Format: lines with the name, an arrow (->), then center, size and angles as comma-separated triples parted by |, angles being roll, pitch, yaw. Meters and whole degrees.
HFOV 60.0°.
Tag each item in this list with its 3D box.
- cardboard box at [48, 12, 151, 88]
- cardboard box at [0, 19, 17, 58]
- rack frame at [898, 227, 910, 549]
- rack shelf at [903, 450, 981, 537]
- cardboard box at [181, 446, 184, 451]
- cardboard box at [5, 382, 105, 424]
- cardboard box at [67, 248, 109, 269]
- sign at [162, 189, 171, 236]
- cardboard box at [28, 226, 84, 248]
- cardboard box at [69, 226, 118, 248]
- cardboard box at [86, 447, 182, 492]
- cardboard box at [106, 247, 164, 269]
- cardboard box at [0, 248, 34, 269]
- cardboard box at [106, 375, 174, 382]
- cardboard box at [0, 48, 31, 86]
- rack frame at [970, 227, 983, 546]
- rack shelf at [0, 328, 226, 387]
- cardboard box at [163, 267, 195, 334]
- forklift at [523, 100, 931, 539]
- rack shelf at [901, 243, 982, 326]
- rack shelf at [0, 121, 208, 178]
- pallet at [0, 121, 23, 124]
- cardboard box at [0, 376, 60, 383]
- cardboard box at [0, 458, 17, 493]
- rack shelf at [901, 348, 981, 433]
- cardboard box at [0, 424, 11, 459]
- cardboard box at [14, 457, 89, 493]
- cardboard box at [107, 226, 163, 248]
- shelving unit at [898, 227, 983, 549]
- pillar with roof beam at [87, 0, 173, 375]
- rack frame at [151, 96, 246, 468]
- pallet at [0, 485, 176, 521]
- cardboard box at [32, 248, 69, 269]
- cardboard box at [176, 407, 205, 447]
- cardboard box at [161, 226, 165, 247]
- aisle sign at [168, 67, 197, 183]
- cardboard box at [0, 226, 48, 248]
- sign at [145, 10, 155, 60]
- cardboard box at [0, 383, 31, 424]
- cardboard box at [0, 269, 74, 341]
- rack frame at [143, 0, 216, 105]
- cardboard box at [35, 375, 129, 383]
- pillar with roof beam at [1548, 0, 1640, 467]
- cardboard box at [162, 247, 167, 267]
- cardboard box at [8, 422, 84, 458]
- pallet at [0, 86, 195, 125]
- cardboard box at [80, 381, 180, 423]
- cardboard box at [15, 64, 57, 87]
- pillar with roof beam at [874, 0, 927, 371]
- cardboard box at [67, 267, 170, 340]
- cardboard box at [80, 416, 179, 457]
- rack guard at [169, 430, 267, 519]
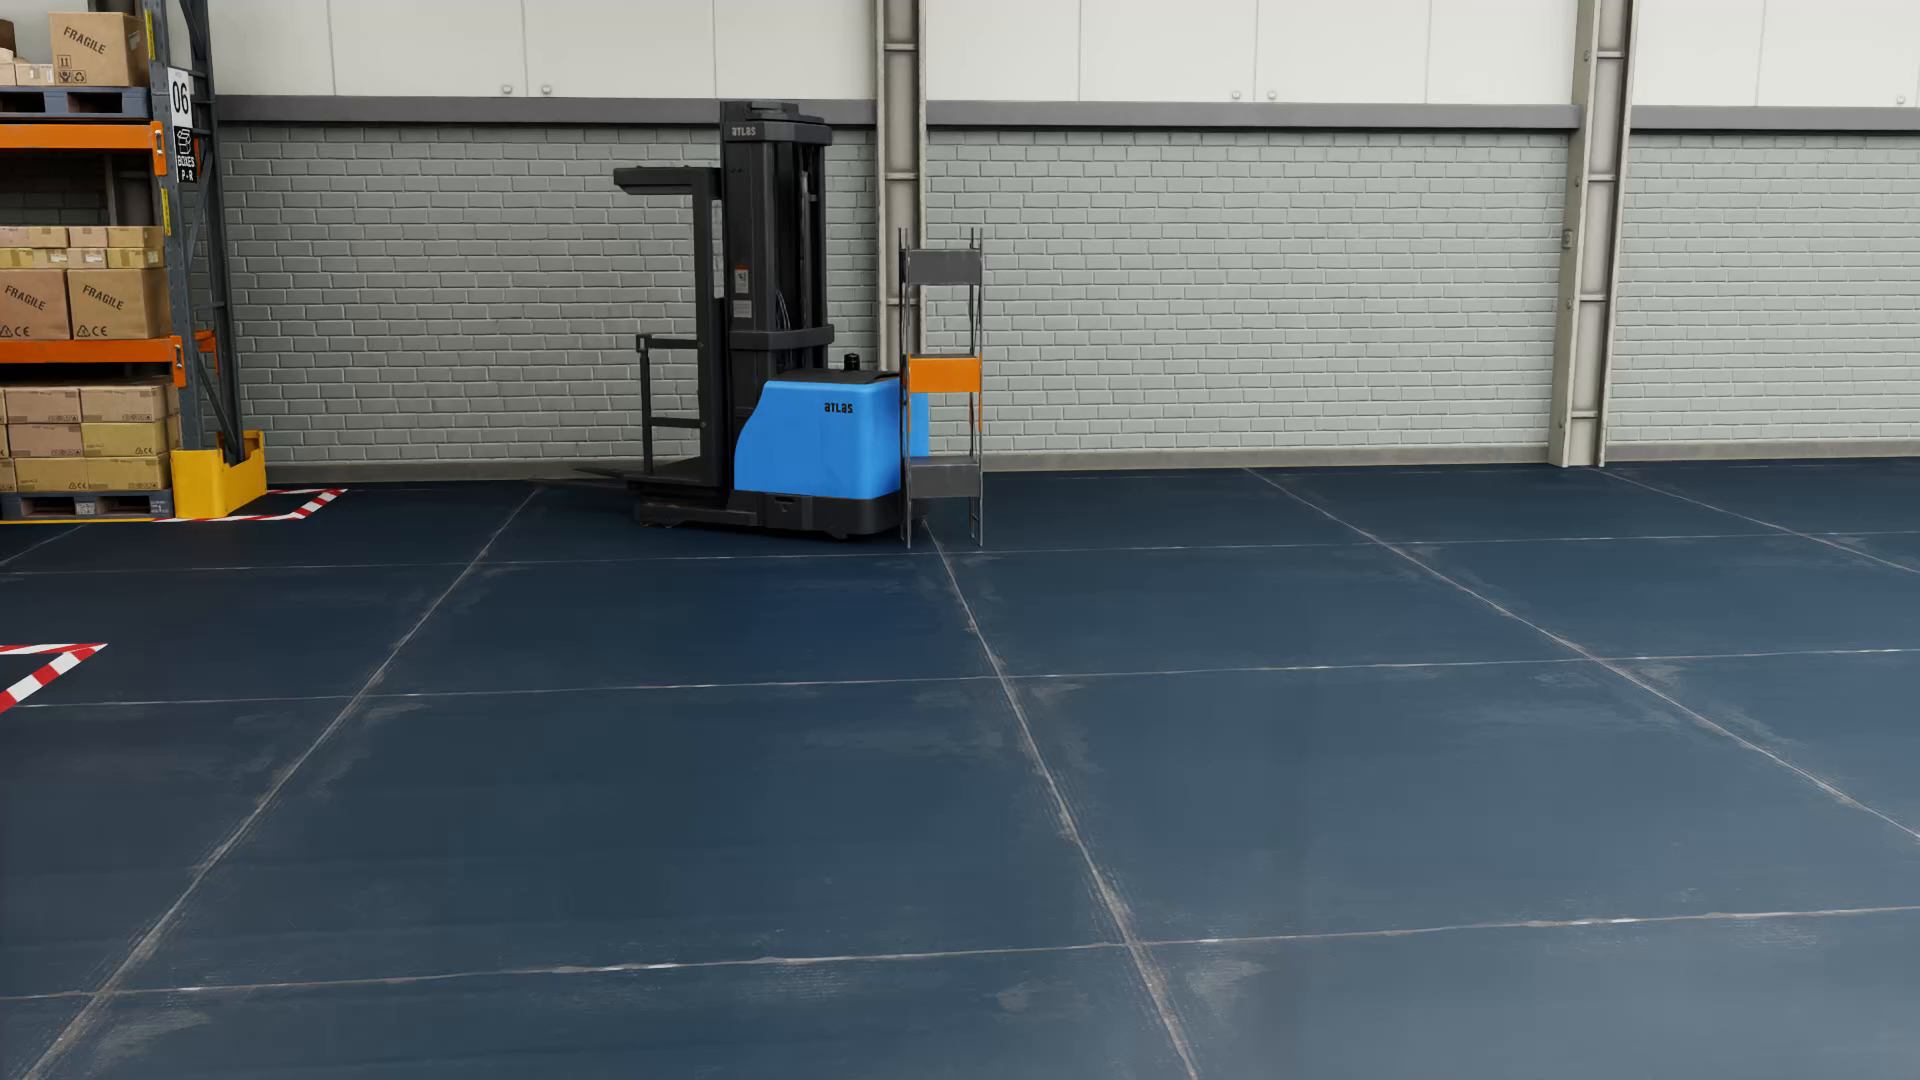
cardboard box -> -6.076, -3.459, 11.804 | 0.500, 0.500, 0.500 | -1, 11, -4
cardboard box -> -7.106, -3.457, 11.793 | 0.500, 0.500, 0.700 | -1, 11, -6
rack frame -> -0.371, -1.011, 11.065 | 0.015, 2.100, 0.400 | -2, 11, -9
rack shelf -> -0.130, -0.318, 11.241 | 0.480, 0.518, 0.431 | -2, 11, -9
cardboard box -> -6.172, -0.623, 12.801 | 0.500, 0.250, 0.500 | -1, 11, -6
cardboard box -> -6.594, -1.005, 12.153 | 0.500, 0.250, 0.500 | -1, 11, -5
cardboard box -> -6.228, -2.034, 11.999 | 0.250, 0.149, 0.380 | -1, 11, -5
sign -> -5.618, -2.319, 11.772 | 0.005, 0.325, 0.100 | -1, 11, -6
cardboard box -> -6.495, -2.183, 11.983 | 0.250, 0.149, 0.380 | -1, 11, -5
cardboard box -> -6.238, -2.193, 12.037 | 0.250, 0.149, 0.380 | -1, 11, -6
cardboard box -> -6.096, -0.526, 12.304 | 0.500, 0.250, 0.500 | -1, 11, -6
cardboard box -> -5.977, -2.045, 12.055 | 0.250, 0.149, 0.380 | -1, 11, -5
cardboard box -> -6.740, -2.038, 12.016 | 0.250, 0.149, 0.380 | -1, 11, -6
cardboard box -> -6.161, -1.113, 12.700 | 0.500, 0.250, 0.500 | -1, 11, -7
cardboard box -> -6.706, -3.319, 11.700 | 0.258, 0.266, 0.396 | -1, 11, -6
rack frame -> 0.110, -1.026, 11.142 | 0.015, 2.100, 0.400 | -2, 11, -9
rack shelf -> -7.651, -1.344, 12.295 | 4.000, 0.370, 1.077 | -1, 11, -6
cardboard box -> -6.185, -1.831, 12.646 | 0.500, 0.500, 0.500 | -1, 11, -4
forklift -> -1.770, -1.608, 11.952 | 3.031, 2.935, 1.130 | 5, 12, 24
rack shelf -> -0.130, -1.692, 10.971 | 0.480, 0.518, 0.431 | -2, 11, -9
rack shelf -> -7.651, -2.816, 12.006 | 4.000, 0.370, 1.077 | -1, 11, -6
pallet -> -7.584, -3.132, 11.975 | 1.213, 0.211, 1.003 | -1, 11, -6
cardboard box -> -7.156, -1.093, 12.601 | 0.500, 0.250, 0.500 | -1, 11, -6
cardboard box -> -7.089, -0.508, 12.217 | 0.500, 0.250, 0.500 | -1, 11, -5
rack shelf -> -0.130, -1.005, 11.106 | 0.480, 0.518, 0.431 | -2, 11, -9
cardboard box -> -7.124, -0.748, 12.140 | 0.500, 0.250, 0.500 | -1, 11, -7
cardboard box -> -6.591, -0.517, 12.261 | 0.500, 0.250, 0.500 | -1, 11, -6
cardboard box -> -5.996, -2.204, 12.093 | 0.250, 0.149, 0.380 | -1, 11, -6
shelving unit -> -0.130, -1.018, 11.103 | 0.503, 2.100, 0.431 | -2, 11, -9
pillar with roof beam -> -5.987, -4.015, 8.465 | 0.400, 9.000, 9.100 | -1, 11, -6
rack frame -> -5.663, -1.739, 12.438 | 0.127, 3.000, 1.000 | -1, 11, -6
pallet -> -6.418, -0.347, 12.585 | 1.213, 0.211, 1.003 | -1, 11, -6
cardboard box -> -6.493, -2.041, 12.032 | 0.250, 0.149, 0.380 | -1, 11, -5
cardboard box -> -6.153, -0.871, 12.767 | 0.500, 0.250, 0.500 | -1, 11, -5
cardboard box -> -6.020, -2.286, 12.510 | 0.250, 0.149, 0.380 | -1, 11, -7
aisle sign -> -5.566, -2.960, 11.907 | 0.004, 0.787, 0.394 | -1, 11, -6
cardboard box -> -6.751, -2.192, 12.029 | 0.250, 0.149, 0.380 | -1, 11, -6
sign -> -5.618, -3.502, 11.540 | 0.005, 0.325, 0.100 | -1, 11, -6
cardboard box -> -7.094, -0.993, 12.090 | 0.500, 0.250, 0.500 | -1, 11, -5
cardboard box -> -6.640, -1.718, 12.074 | 0.500, 0.500, 0.500 | -1, 11, -4
rack frame -> -5.663, -4.683, 11.859 | 0.127, 3.000, 1.000 | -1, 11, -6
cardboard box -> -6.657, -1.102, 12.643 | 0.500, 0.250, 0.500 | -1, 11, -6
pillar with roof beam -> 5.942, -4.265, 9.737 | 0.400, 9.000, 9.100 | -1, 11, -6
cardboard box -> -6.028, -2.149, 12.583 | 0.250, 0.149, 0.380 | -1, 11, -8
cardboard box -> -6.613, -0.763, 12.215 | 0.500, 0.250, 0.500 | -1, 11, -7
pallet -> -6.368, -3.158, 12.107 | 1.213, 0.211, 1.003 | -1, 11, -6
cardboard box -> -6.087, -1.017, 12.213 | 0.500, 0.250, 0.500 | -1, 11, -4
cardboard box -> -6.454, -3.267, 11.738 | 0.250, 0.149, 0.380 | -2, 11, -8
pillar with roof beam -> -0.022, -4.140, 9.101 | 0.400, 9.000, 9.100 | -1, 11, -6
cardboard box -> -6.124, -1.727, 12.120 | 0.500, 0.500, 0.500 | -1, 11, -7
cardboard box -> -6.113, -0.771, 12.258 | 0.500, 0.250, 0.500 | -1, 11, -7
rack guard -> -5.639, -0.513, 12.681 | 0.348, 0.500, 1.175 | -1, 11, -6
